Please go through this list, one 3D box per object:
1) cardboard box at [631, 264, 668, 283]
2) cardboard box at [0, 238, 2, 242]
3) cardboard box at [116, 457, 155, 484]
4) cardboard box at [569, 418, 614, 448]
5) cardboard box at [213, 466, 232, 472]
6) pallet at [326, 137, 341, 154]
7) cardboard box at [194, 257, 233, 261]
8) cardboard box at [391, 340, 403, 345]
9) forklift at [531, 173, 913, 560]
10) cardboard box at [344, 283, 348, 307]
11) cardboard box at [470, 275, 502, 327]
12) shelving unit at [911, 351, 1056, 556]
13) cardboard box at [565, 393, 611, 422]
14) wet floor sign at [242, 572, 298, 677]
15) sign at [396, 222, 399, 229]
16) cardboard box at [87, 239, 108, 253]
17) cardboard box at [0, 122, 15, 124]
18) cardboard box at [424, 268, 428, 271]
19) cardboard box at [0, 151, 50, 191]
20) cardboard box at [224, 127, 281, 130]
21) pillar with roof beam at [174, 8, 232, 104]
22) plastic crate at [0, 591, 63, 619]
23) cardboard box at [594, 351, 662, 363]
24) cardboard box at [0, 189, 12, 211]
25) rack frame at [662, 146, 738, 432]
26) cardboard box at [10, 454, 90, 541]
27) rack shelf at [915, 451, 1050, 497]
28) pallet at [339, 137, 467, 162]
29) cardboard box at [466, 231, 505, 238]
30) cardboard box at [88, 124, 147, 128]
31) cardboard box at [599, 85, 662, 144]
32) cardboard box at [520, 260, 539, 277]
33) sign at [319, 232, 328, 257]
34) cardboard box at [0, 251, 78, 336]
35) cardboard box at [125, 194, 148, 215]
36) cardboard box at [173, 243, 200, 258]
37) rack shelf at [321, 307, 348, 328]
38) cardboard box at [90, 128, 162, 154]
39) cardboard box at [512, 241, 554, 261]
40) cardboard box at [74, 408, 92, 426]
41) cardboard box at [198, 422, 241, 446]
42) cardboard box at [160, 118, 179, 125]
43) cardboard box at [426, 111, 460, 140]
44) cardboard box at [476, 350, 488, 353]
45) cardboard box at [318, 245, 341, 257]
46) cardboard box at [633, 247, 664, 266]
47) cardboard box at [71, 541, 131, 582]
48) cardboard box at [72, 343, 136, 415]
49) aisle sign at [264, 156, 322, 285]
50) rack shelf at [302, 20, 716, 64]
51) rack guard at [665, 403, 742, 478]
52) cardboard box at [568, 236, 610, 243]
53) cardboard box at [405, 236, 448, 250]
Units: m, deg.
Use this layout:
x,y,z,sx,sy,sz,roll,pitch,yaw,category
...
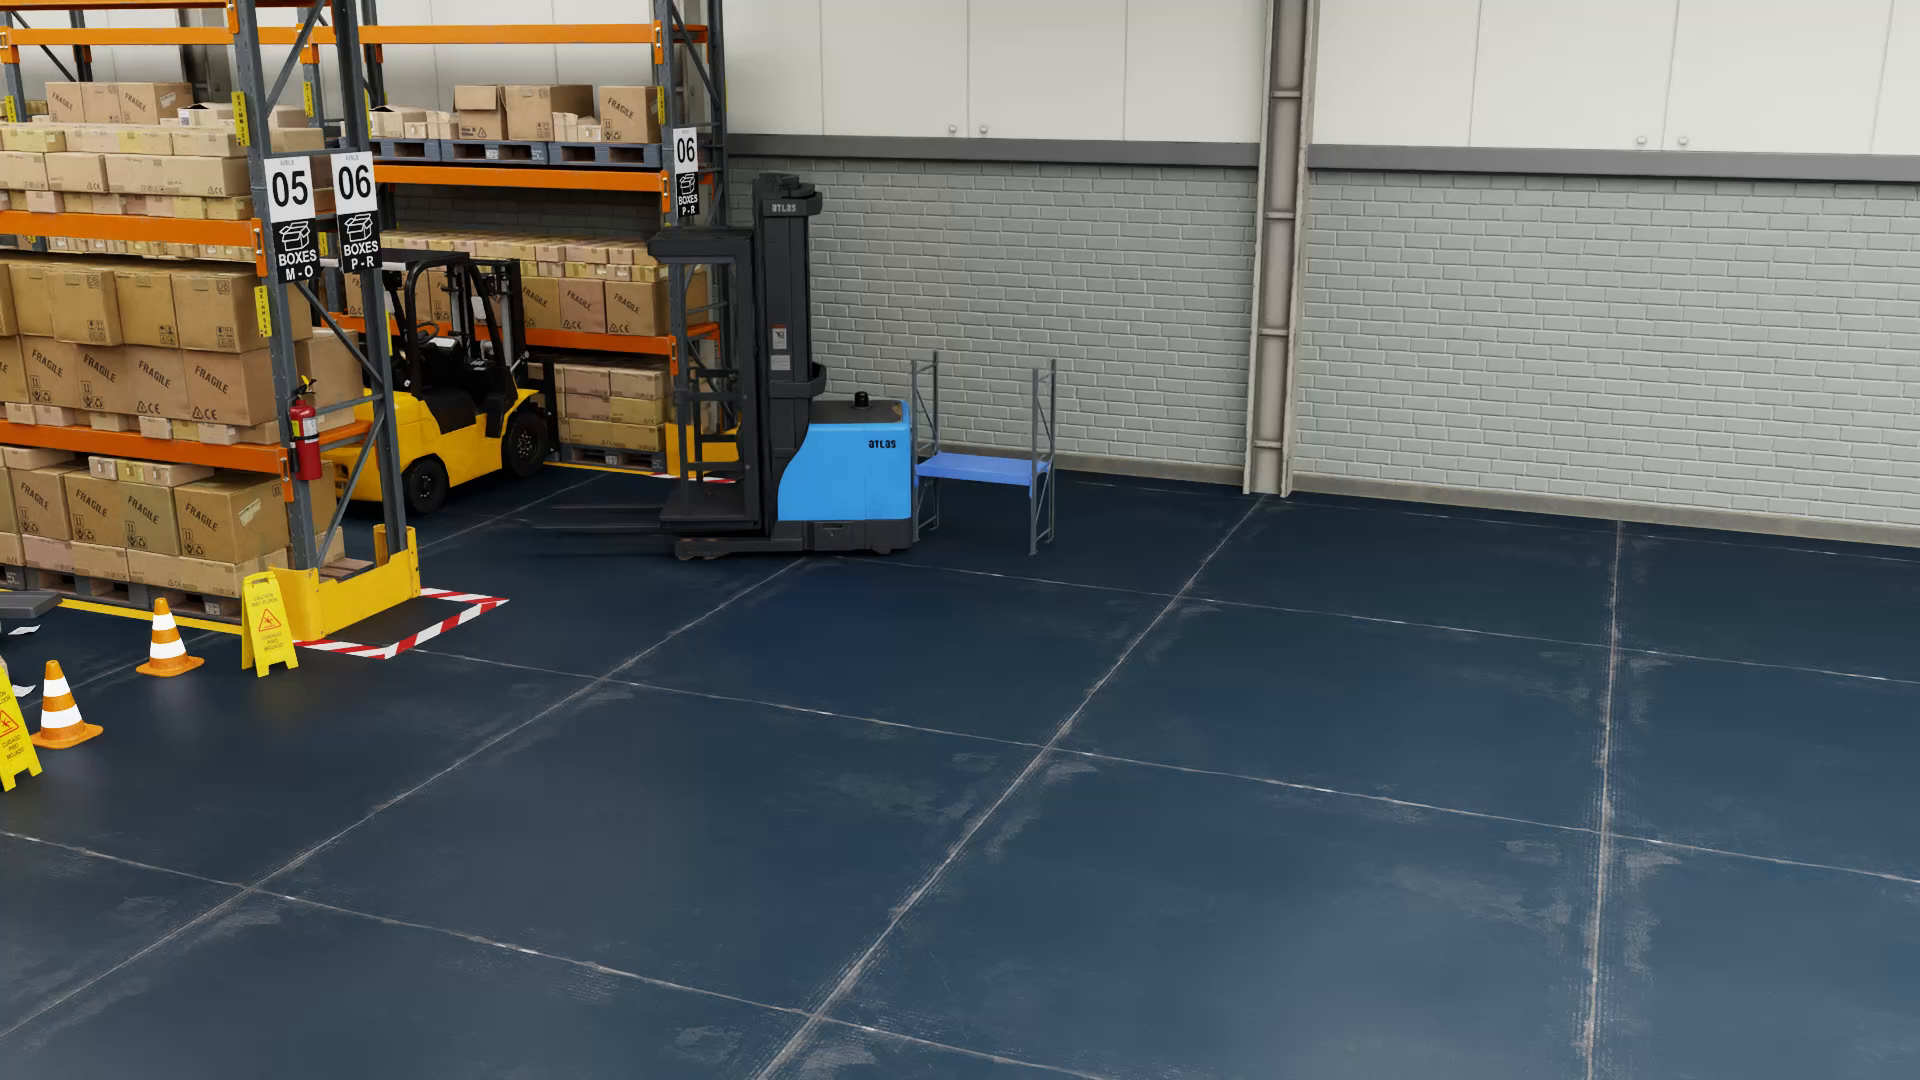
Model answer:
x,y,z,sx,sy,sz,roll,pitch,yaw,category
-2.877,-2.516,15.619,0.250,0.149,0.380,7,17,21,cardboard box
-11.480,-3.383,19.007,0.637,0.503,0.797,6,17,19,cardboard box
-5.709,-0.520,11.755,0.250,0.149,0.380,7,17,22,cardboard box
-3.464,-1.095,16.243,0.500,0.250,0.500,6,17,21,cardboard box
-5.429,-0.357,12.355,0.500,0.500,0.500,6,17,19,cardboard box
-6.998,-4.039,17.168,1.217,0.209,0.805,6,17,18,pallet
-7.678,-2.860,17.517,0.500,0.250,0.500,7,17,22,cardboard box
-5.644,-1.964,17.445,0.500,0.250,0.500,7,17,22,cardboard box
-1.905,-1.399,13.235,3.031,2.935,1.130,-1,16,-2,forklift
-6.535,-2.653,17.700,0.500,0.250,0.500,7,17,22,cardboard box
-4.434,-2.381,16.315,0.500,0.500,0.500,6,17,21,cardboard box
0.192,-0.714,13.441,1.048,1.500,0.538,6,17,20,shelving unit
-3.482,-1.338,16.185,0.500,0.250,0.500,6,17,20,cardboard box
-4.485,0.521,10.721,0.232,0.644,0.267,14,21,40,wet floor sign
-5.971,-3.201,17.625,0.005,0.325,0.100,6,17,21,sign
-9.208,-3.216,18.030,0.250,0.149,0.380,7,18,22,cardboard box
-7.136,-2.986,12.219,0.250,0.149,0.380,7,17,22,cardboard box
-5.276,-2.772,16.499,0.250,0.149,0.380,7,17,22,cardboard box
-6.267,-2.555,11.449,0.500,0.250,0.500,6,17,21,cardboard box
-4.766,-2.720,11.303,0.250,0.149,0.380,6,17,20,cardboard box
-9.930,-4.877,14.333,0.400,9.000,9.100,6,17,21,pillar with roof beam
-6.831,0.460,11.946,0.583,0.080,0.402,0,16,1,plastic crate
-3.296,-1.704,16.548,0.500,0.250,0.500,6,17,21,cardboard box
-6.624,-2.385,11.580,0.250,0.149,0.380,6,17,20,cardboard box
-2.452,-2.194,15.851,0.127,3.000,1.000,6,17,21,rack frame
-6.557,-0.321,12.234,0.500,0.500,0.500,7,18,24,cardboard box
0.192,-0.541,13.492,1.000,0.185,0.538,6,17,20,rack shelf
-5.370,-3.921,16.577,1.213,0.211,1.003,6,17,21,pallet
-4.806,-3.050,16.924,0.250,0.149,0.380,6,17,20,cardboard box
-5.929,-2.862,11.793,0.250,0.149,0.380,7,17,22,cardboard box
-2.953,-3.914,15.285,0.500,0.500,0.500,7,18,22,cardboard box
-4.079,-2.641,16.049,0.250,0.149,0.380,6,17,21,cardboard box
-6.363,-2.980,16.622,0.005,0.325,0.100,6,17,21,sign
-6.737,-1.769,11.881,0.500,0.500,0.700,6,17,19,cardboard box
-5.393,-2.286,11.239,0.250,0.149,0.380,6,17,21,cardboard box
-8.047,-3.070,17.526,0.250,0.149,0.380,6,17,19,cardboard box
-8.033,-2.462,18.066,4.000,0.370,1.077,6,17,21,rack shelf
-5.604,-2.691,11.203,0.250,0.149,0.380,6,17,21,cardboard box
-4.086,-2.783,16.003,0.250,0.149,0.380,7,17,22,cardboard box
-6.111,-0.930,11.947,0.250,0.149,0.380,6,17,21,cardboard box
-4.972,-0.766,11.381,0.250,0.149,0.380,6,17,20,cardboard box
-8.025,-4.285,17.193,0.250,0.149,0.380,6,17,20,cardboard box
-4.904,-3.998,15.994,0.258,0.266,0.396,6,17,19,cardboard box
-4.899,-1.731,16.641,0.500,0.250,0.500,7,18,23,cardboard box
-6.572,-2.940,17.078,0.250,0.149,0.380,7,18,23,cardboard box
-2.862,-2.678,15.643,0.250,0.149,0.380,6,17,21,cardboard box
-6.088,0.092,12.154,0.500,0.250,0.500,6,17,19,cardboard box
-5.804,-1.186,11.665,0.500,0.500,0.500,6,17,20,cardboard box
-4.318,-2.073,10.772,0.004,0.787,0.394,6,17,21,aisle sign
-4.312,-4.742,15.875,4.000,0.370,1.077,6,17,21,rack shelf
-2.429,-0.991,16.191,0.348,0.500,1.175,6,17,21,rack guard
-3.647,-2.895,16.388,0.250,0.149,0.380,7,18,22,cardboard box
-5.266,-2.916,16.461,0.250,0.149,0.380,7,17,22,cardboard box
